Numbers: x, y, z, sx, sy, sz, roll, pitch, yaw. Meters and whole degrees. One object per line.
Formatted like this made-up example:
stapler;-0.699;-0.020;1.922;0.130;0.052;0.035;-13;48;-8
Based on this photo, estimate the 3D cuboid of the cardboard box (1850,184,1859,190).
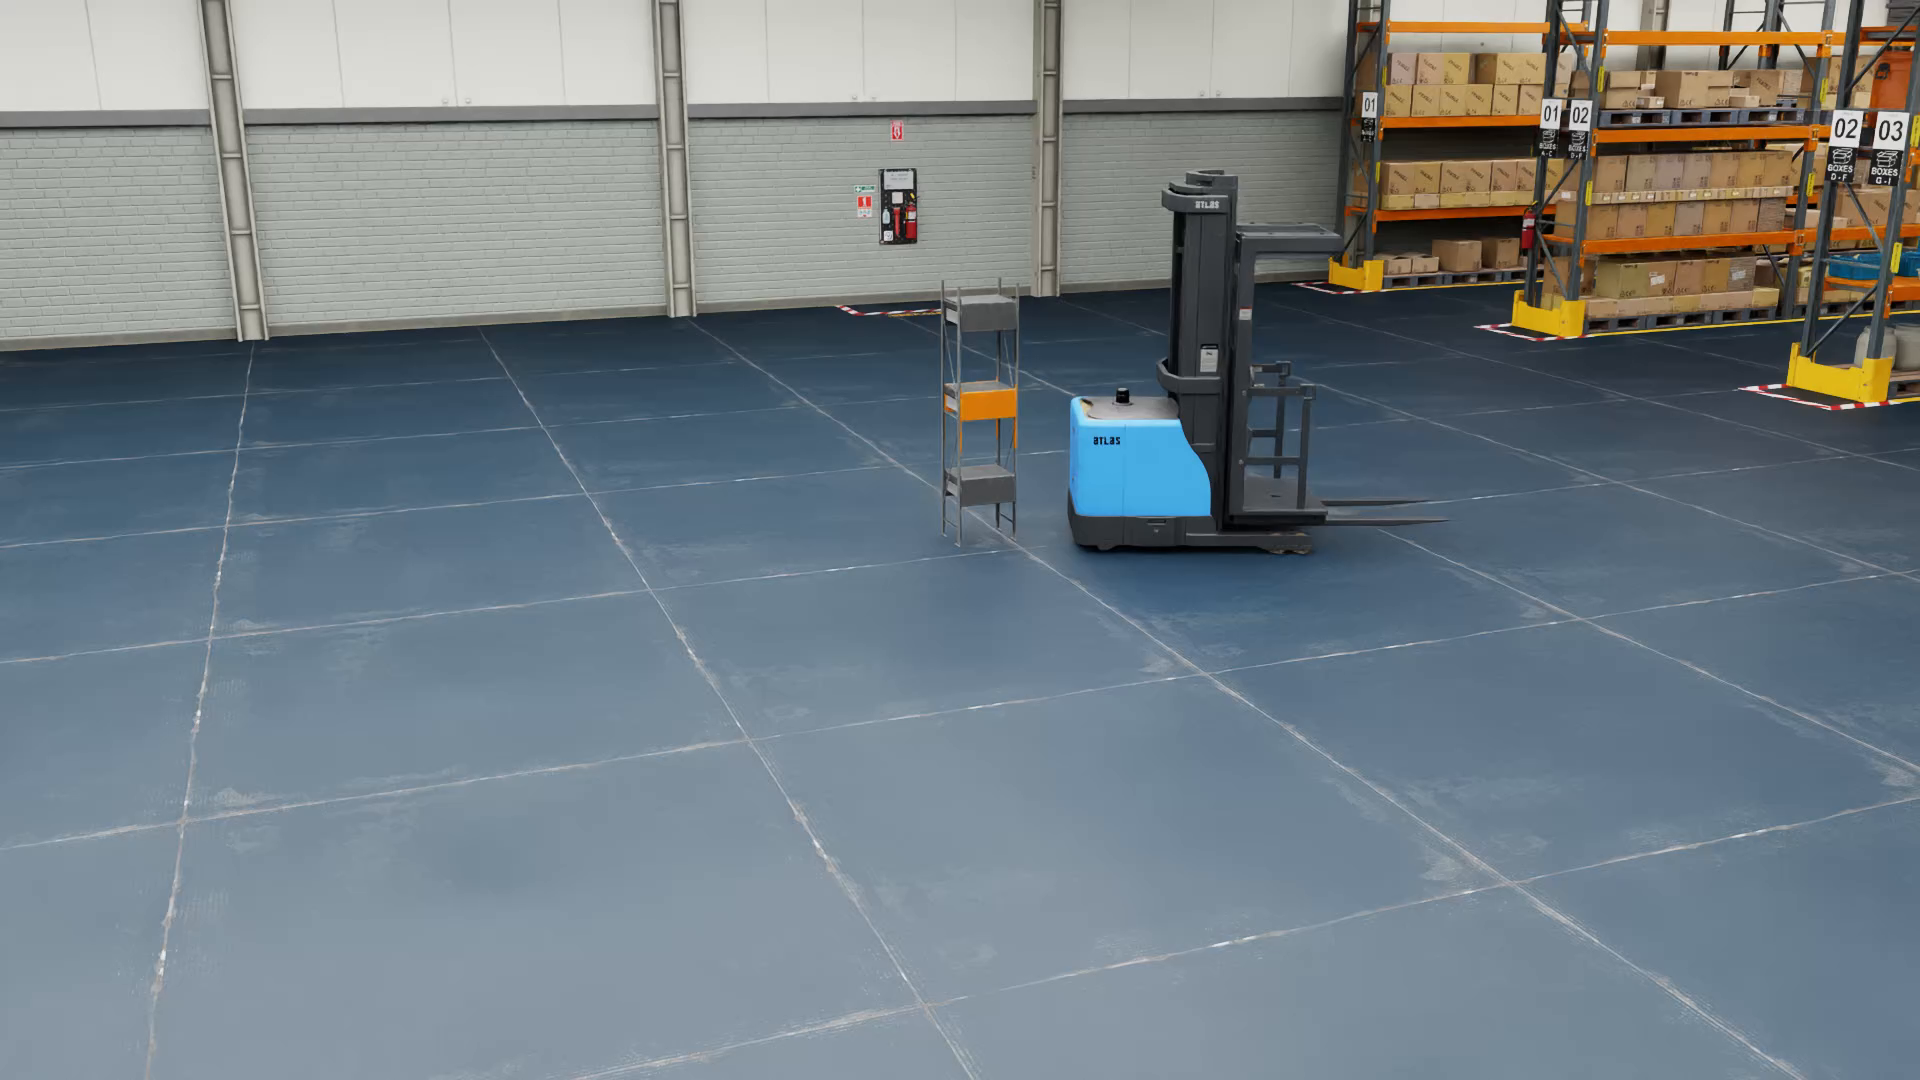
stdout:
cardboard box;16.676;-6.646;31.316;0.250;0.149;0.380;-6;17;-20

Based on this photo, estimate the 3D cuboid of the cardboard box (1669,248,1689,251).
cardboard box;12.942;-5.461;30.528;0.500;0.500;0.700;-6;17;-20

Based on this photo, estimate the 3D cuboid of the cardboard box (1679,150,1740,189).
cardboard box;10.808;-5.374;24.093;0.500;0.500;0.700;-6;17;-20

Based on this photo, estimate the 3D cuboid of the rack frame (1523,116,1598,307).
rack frame;8.424;-4.448;23.421;0.127;3.000;1.000;-6;17;-20

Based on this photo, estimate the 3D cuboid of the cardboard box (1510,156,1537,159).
cardboard box;9.870;-6.459;29.170;0.500;0.500;0.500;-7;18;-21

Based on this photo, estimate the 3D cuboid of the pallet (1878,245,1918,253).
pallet;18.592;-5.679;32.562;1.213;0.211;1.003;-6;17;-20

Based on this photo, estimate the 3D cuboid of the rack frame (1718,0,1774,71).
rack frame;14.118;-9.436;29.759;0.127;3.000;1.000;-6;17;-20

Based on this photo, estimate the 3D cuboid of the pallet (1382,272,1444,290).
pallet;7.490;-4.493;28.524;1.213;0.211;1.003;-6;17;-20

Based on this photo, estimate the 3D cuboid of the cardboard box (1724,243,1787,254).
cardboard box;14.852;-5.767;30.983;0.750;0.750;0.750;-6;18;-21

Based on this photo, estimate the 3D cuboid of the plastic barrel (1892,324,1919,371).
plastic barrel;11.248;-2.289;19.739;0.421;0.512;0.421;0;16;0

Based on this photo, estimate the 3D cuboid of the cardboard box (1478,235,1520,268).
cardboard box;9.428;-5.051;29.129;0.500;0.500;0.500;-8;18;-24

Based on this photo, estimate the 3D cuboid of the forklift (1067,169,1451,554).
forklift;2.427;-1.445;13.318;3.031;2.935;1.130;0;16;0

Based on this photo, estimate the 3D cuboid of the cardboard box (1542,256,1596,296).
cardboard box;8.818;-3.822;24.094;0.500;0.500;0.500;-6;17;-20

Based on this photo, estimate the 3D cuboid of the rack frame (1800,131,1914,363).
rack frame;10.193;-3.144;18.982;0.127;3.000;1.000;-6;17;-20

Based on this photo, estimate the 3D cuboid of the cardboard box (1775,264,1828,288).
cardboard box;12.634;-3.979;24.962;0.500;0.311;0.500;-6;17;-20

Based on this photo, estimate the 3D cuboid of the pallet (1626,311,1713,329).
pallet;10.261;-3.320;24.529;1.213;0.211;1.003;-6;17;-20

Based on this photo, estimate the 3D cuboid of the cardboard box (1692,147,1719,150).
cardboard box;13.512;-7.049;30.168;0.250;0.149;0.380;-9;19;-29

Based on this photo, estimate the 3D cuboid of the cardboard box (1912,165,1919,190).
cardboard box;18.366;-7.155;32.107;0.700;0.700;0.980;-6;17;-19

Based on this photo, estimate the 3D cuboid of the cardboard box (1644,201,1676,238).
cardboard box;9.819;-4.642;23.905;0.500;0.500;0.700;-6;17;-20

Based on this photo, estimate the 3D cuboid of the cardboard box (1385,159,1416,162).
cardboard box;7.486;-6.200;28.287;0.500;0.500;0.500;-6;17;-19

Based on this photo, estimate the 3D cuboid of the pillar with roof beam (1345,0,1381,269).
pillar with roof beam;8.533;-7.795;24.171;0.400;9.000;9.100;-6;17;-20

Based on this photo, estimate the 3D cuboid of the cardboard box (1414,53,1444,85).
cardboard box;7.581;-7.740;27.319;0.500;0.500;0.500;-6;18;-21

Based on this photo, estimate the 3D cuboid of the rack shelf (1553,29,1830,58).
rack shelf;10.292;-6.991;23.420;4.000;0.370;1.077;-6;17;-20

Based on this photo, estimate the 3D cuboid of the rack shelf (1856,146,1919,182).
rack shelf;12.061;-4.440;19.347;4.000;0.370;1.077;-6;17;-20

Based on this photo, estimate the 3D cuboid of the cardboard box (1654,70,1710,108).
cardboard box;10.073;-6.299;23.230;0.500;0.500;0.500;-6;17;-20

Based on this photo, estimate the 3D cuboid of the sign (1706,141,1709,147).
sign;13.917;-7.259;30.937;0.005;0.325;0.100;-6;17;-20

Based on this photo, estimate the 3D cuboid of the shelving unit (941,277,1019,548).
shelving unit;0.155;-1.024;13.359;0.503;2.100;0.431;-6;17;-20

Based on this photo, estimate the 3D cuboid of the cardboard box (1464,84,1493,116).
cardboard box;8.540;-7.373;27.846;0.500;0.500;0.500;-5;17;-17

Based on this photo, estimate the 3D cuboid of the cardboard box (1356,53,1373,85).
cardboard box;6.957;-7.840;27.660;0.500;0.500;0.500;-5;17;-18

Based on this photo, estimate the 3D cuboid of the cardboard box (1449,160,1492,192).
cardboard box;8.629;-6.170;28.185;0.500;0.500;0.500;-6;17;-18

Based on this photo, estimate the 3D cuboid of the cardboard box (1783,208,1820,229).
cardboard box;12.603;-4.840;25.023;0.500;0.250;0.500;-5;17;-17

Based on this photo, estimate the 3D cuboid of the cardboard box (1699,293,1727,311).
cardboard box;10.872;-3.527;24.420;0.500;0.250;0.500;-6;17;-20

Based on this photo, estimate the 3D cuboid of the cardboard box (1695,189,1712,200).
cardboard box;10.549;-4.971;23.875;0.250;0.149;0.380;-6;17;-18

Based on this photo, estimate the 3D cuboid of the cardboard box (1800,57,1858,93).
cardboard box;12.749;-6.831;24.404;0.500;0.500;0.500;-6;17;-19

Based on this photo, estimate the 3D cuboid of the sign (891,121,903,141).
sign;-0.975;-6.343;25.759;0.199;0.298;0.001;-6;17;-20

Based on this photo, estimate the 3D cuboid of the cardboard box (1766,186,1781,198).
cardboard box;11.750;-5.102;24.320;0.250;0.149;0.380;-7;18;-21

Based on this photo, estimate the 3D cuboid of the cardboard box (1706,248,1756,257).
cardboard box;11.614;-4.129;25.138;0.500;0.500;0.500;-6;17;-20

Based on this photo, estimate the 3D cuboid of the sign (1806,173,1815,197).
sign;12.359;-5.159;24.164;0.005;0.325;0.100;-6;17;-20

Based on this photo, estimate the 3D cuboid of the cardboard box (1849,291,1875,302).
cardboard box;13.585;-3.813;25.394;0.500;0.250;0.500;-7;18;-22

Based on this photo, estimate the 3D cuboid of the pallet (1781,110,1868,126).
pallet;12.978;-6.291;24.713;1.217;0.209;0.805;-7;18;-22

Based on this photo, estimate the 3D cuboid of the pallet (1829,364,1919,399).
pallet;11.008;-1.907;19.717;1.213;0.211;1.003;-6;17;-20

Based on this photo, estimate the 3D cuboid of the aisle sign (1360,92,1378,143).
aisle sign;6.688;-6.912;27.198;0.004;0.787;0.394;-6;17;-20

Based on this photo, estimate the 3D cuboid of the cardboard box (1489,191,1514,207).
cardboard box;9.117;-5.861;28.465;0.500;0.250;0.500;-6;17;-20

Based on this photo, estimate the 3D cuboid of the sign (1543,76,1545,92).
sign;8.243;-6.418;23.375;0.005;0.325;0.100;-6;17;-20

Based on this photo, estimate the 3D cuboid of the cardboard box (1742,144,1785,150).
cardboard box;14.661;-7.098;30.375;0.500;0.250;0.500;-6;17;-19

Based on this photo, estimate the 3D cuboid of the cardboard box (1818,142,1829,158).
cardboard box;16.076;-7.254;30.906;0.500;0.250;0.500;-7;18;-21

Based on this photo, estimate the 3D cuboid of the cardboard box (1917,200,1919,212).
cardboard box;14.990;-5.172;26.046;0.500;0.311;0.500;-6;18;-21

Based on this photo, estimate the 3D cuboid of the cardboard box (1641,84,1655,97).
cardboard box;9.924;-6.354;23.754;0.500;0.311;0.500;-4;17;-14

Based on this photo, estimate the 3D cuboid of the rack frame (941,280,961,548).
rack frame;-0.073;-1.000;13.275;0.015;2.100;0.400;-6;17;-20

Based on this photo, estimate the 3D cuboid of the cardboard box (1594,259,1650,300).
cardboard box;9.471;-3.736;23.802;0.500;0.500;0.500;-6;17;-20

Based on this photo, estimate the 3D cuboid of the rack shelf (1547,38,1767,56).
rack shelf;12.251;-8.697;29.230;4.000;0.370;1.077;-6;17;-20

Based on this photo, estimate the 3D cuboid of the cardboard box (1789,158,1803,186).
cardboard box;15.156;-6.790;30.655;0.500;0.500;0.500;-6;17;-18

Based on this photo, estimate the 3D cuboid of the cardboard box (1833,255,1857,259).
cardboard box;13.856;-4.272;25.962;0.500;0.311;0.500;-6;18;-21

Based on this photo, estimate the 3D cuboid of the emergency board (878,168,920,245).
emergency board;-0.932;-5.205;25.999;0.643;1.169;0.194;-6;17;-20

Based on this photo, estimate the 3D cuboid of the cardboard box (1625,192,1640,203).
cardboard box;9.347;-4.842;23.435;0.250;0.149;0.380;-6;17;-20

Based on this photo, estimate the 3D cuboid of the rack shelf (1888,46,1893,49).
rack shelf;19.721;-9.504;31.977;4.000;0.370;1.077;-6;17;-20
